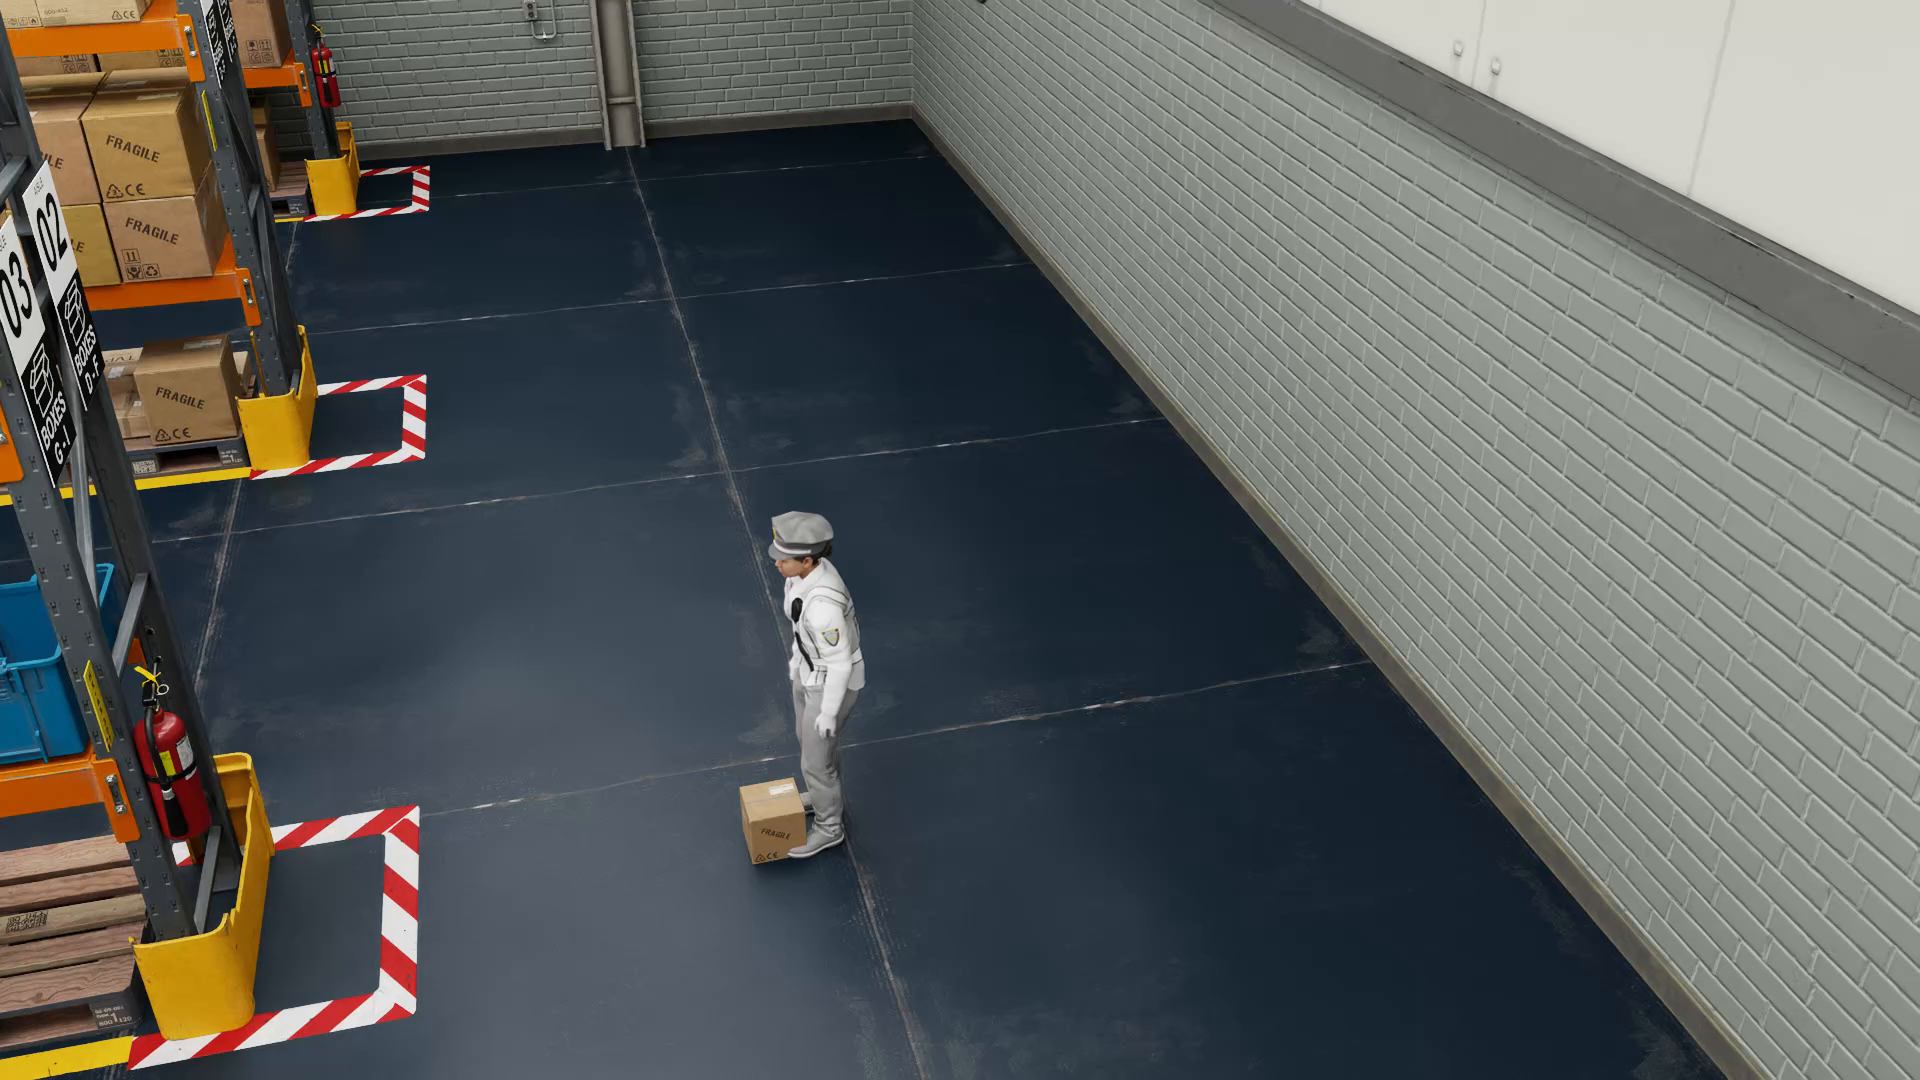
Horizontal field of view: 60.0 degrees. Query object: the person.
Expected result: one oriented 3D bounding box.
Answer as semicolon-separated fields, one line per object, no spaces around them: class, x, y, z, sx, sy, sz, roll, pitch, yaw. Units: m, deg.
person;-0.625;0.623;7.166;0.410;1.666;0.547;-10;32;-16
